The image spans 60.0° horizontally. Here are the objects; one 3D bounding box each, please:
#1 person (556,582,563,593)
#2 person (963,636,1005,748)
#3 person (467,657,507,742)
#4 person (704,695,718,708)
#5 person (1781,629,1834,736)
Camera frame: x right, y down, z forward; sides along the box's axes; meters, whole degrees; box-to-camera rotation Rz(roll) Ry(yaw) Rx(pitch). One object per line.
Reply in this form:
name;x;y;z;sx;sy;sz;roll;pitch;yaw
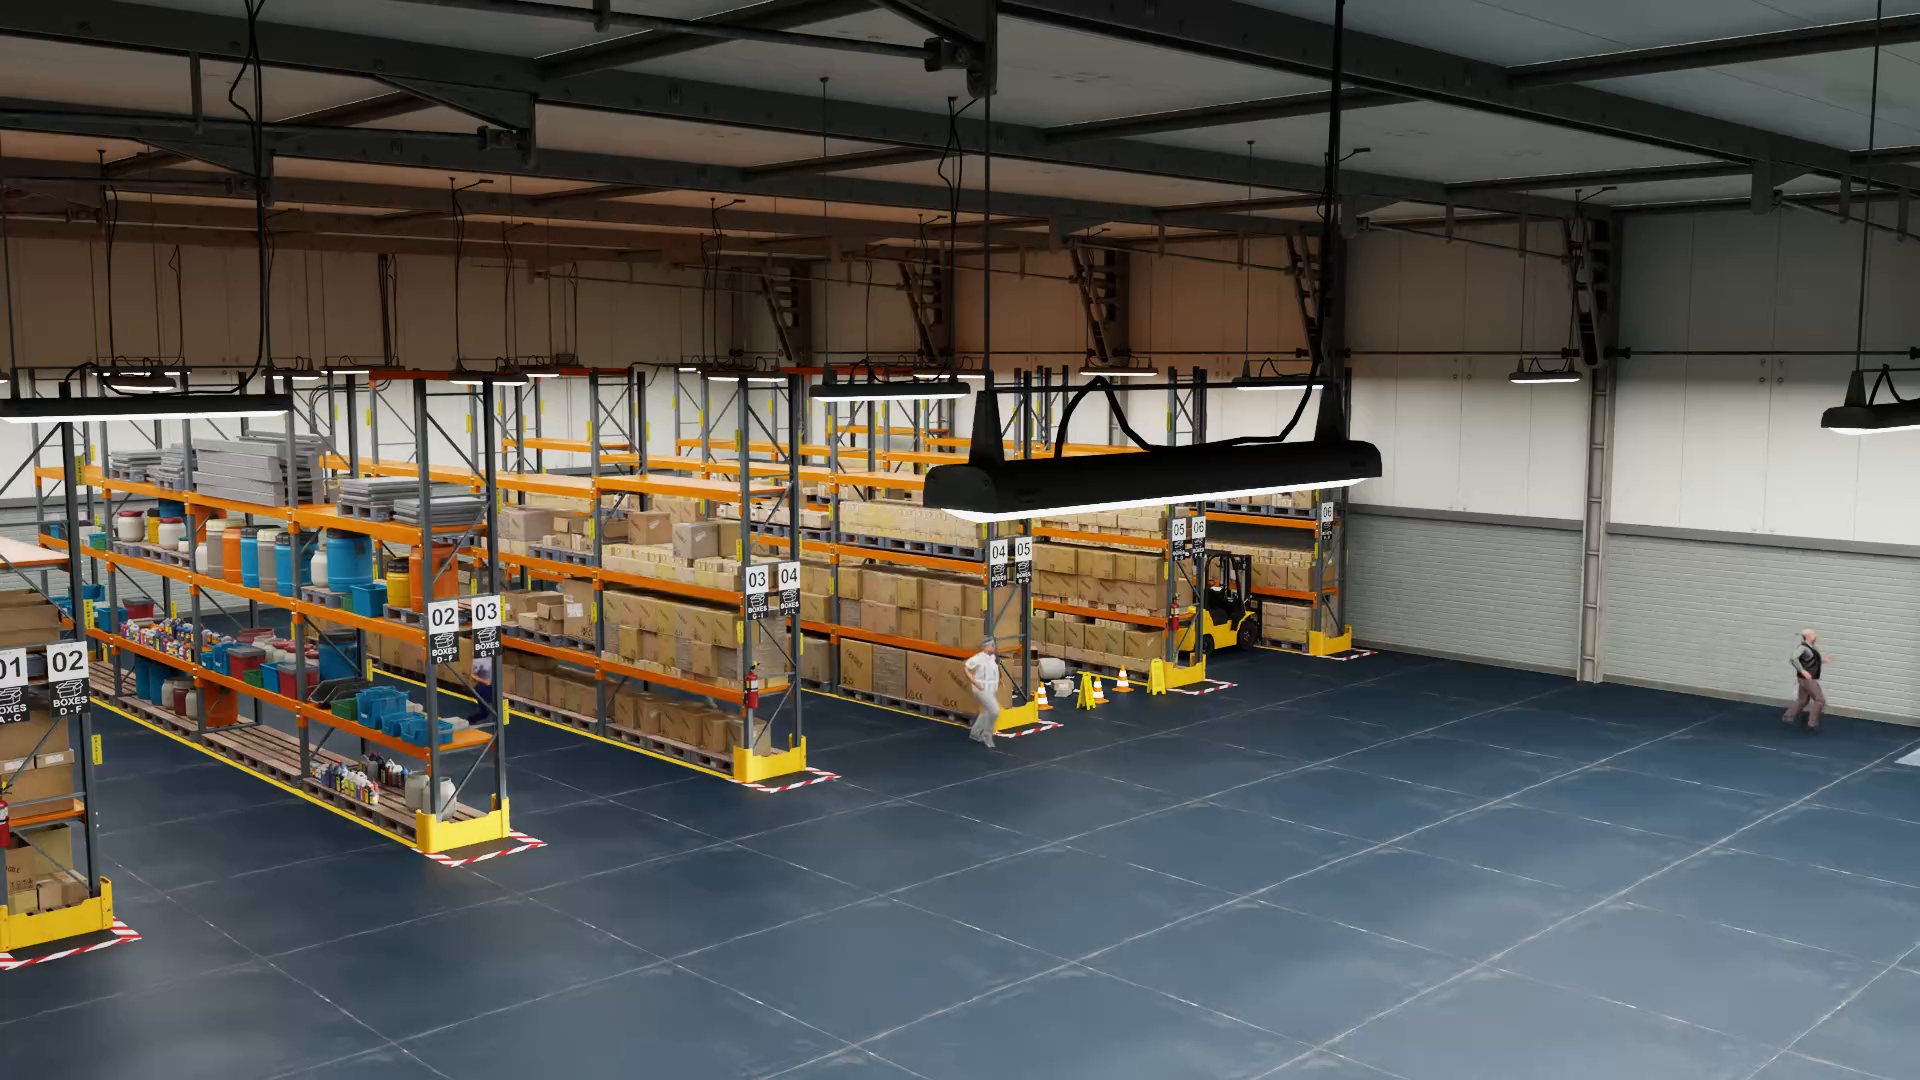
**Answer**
person;-9.618;0.875;40.752;0.801;1.834;0.706;2;7;16
person;0.426;2.447;26.848;0.678;1.805;0.673;4;8;32
person;-7.749;2.464;27.265;0.841;1.648;0.607;5;8;39
person;-4.459;2.165;29.772;0.577;1.669;0.636;6;9;44
person;14.113;2.358;27.683;0.731;1.780;0.639;3;7;28
